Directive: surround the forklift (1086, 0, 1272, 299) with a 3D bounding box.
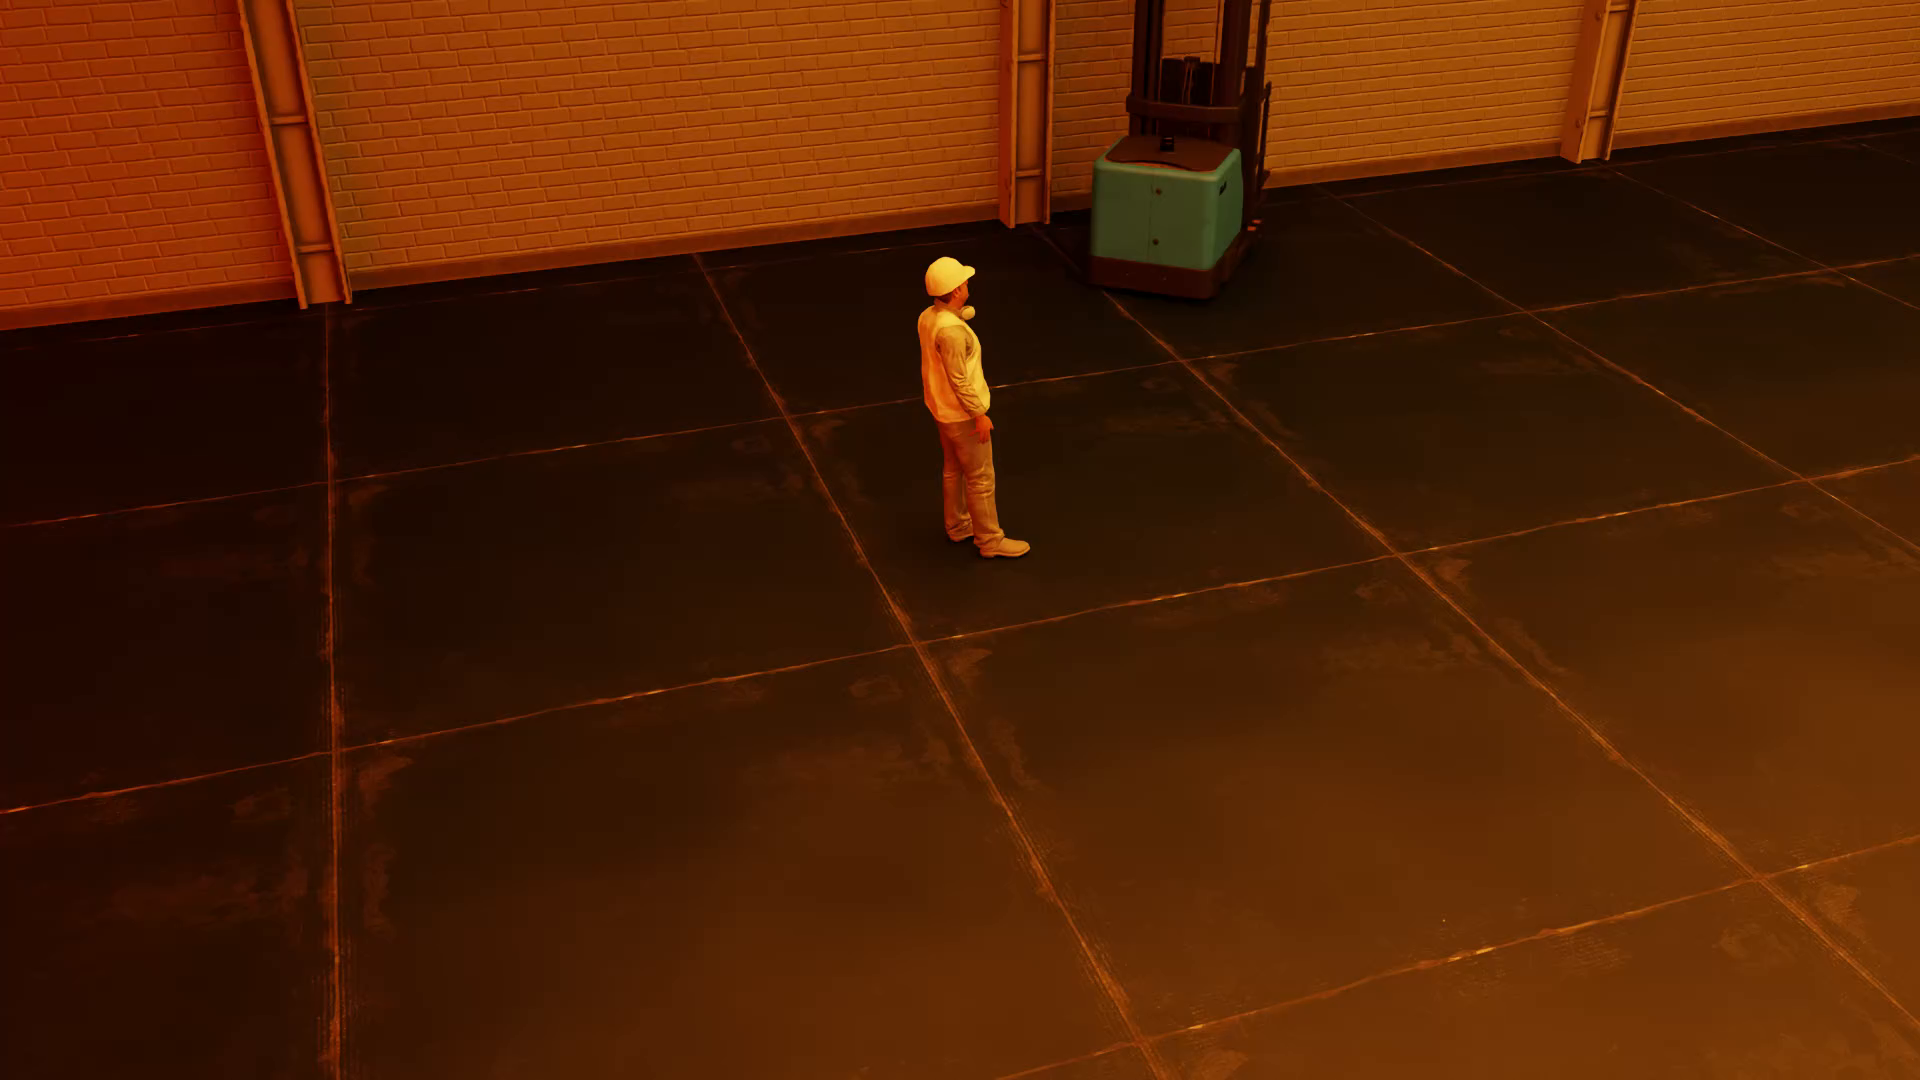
[{"bbox_3d":[2.040,-3.902,13.869,1.130,2.935,3.031,11,32,18],"label":"forklift"}]

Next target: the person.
[{"bbox_3d":[0.061,-0.781,9.590,0.568,1.773,0.632,-10,31,-16],"label":"person"}]
